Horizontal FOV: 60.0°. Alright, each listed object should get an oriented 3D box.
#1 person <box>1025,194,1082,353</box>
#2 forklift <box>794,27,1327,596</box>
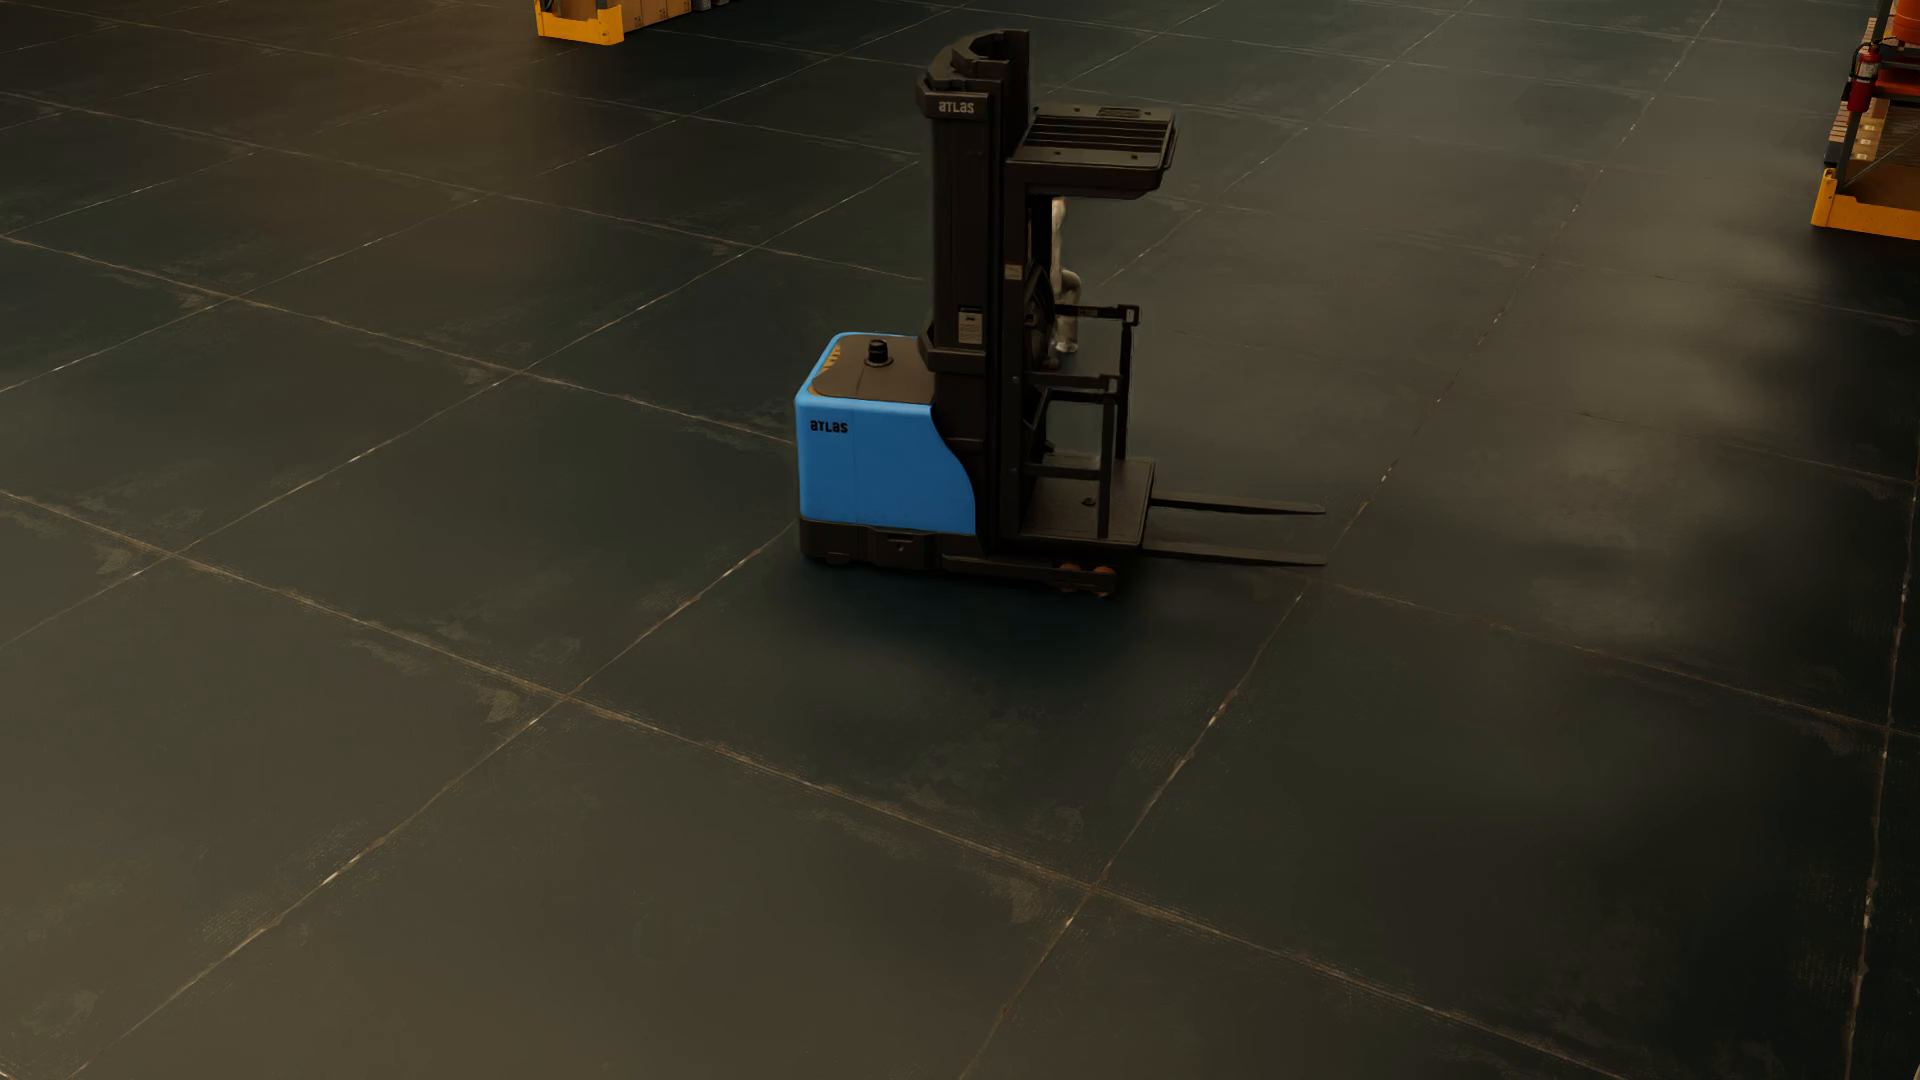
[{"bbox_3d":[0.424,-1.933,11.992,0.737,1.405,0.963,24,38,35],"label":"person"},{"bbox_3d":[0.626,-1.239,9.217,3.031,2.935,1.130,5,30,9],"label":"forklift"}]
